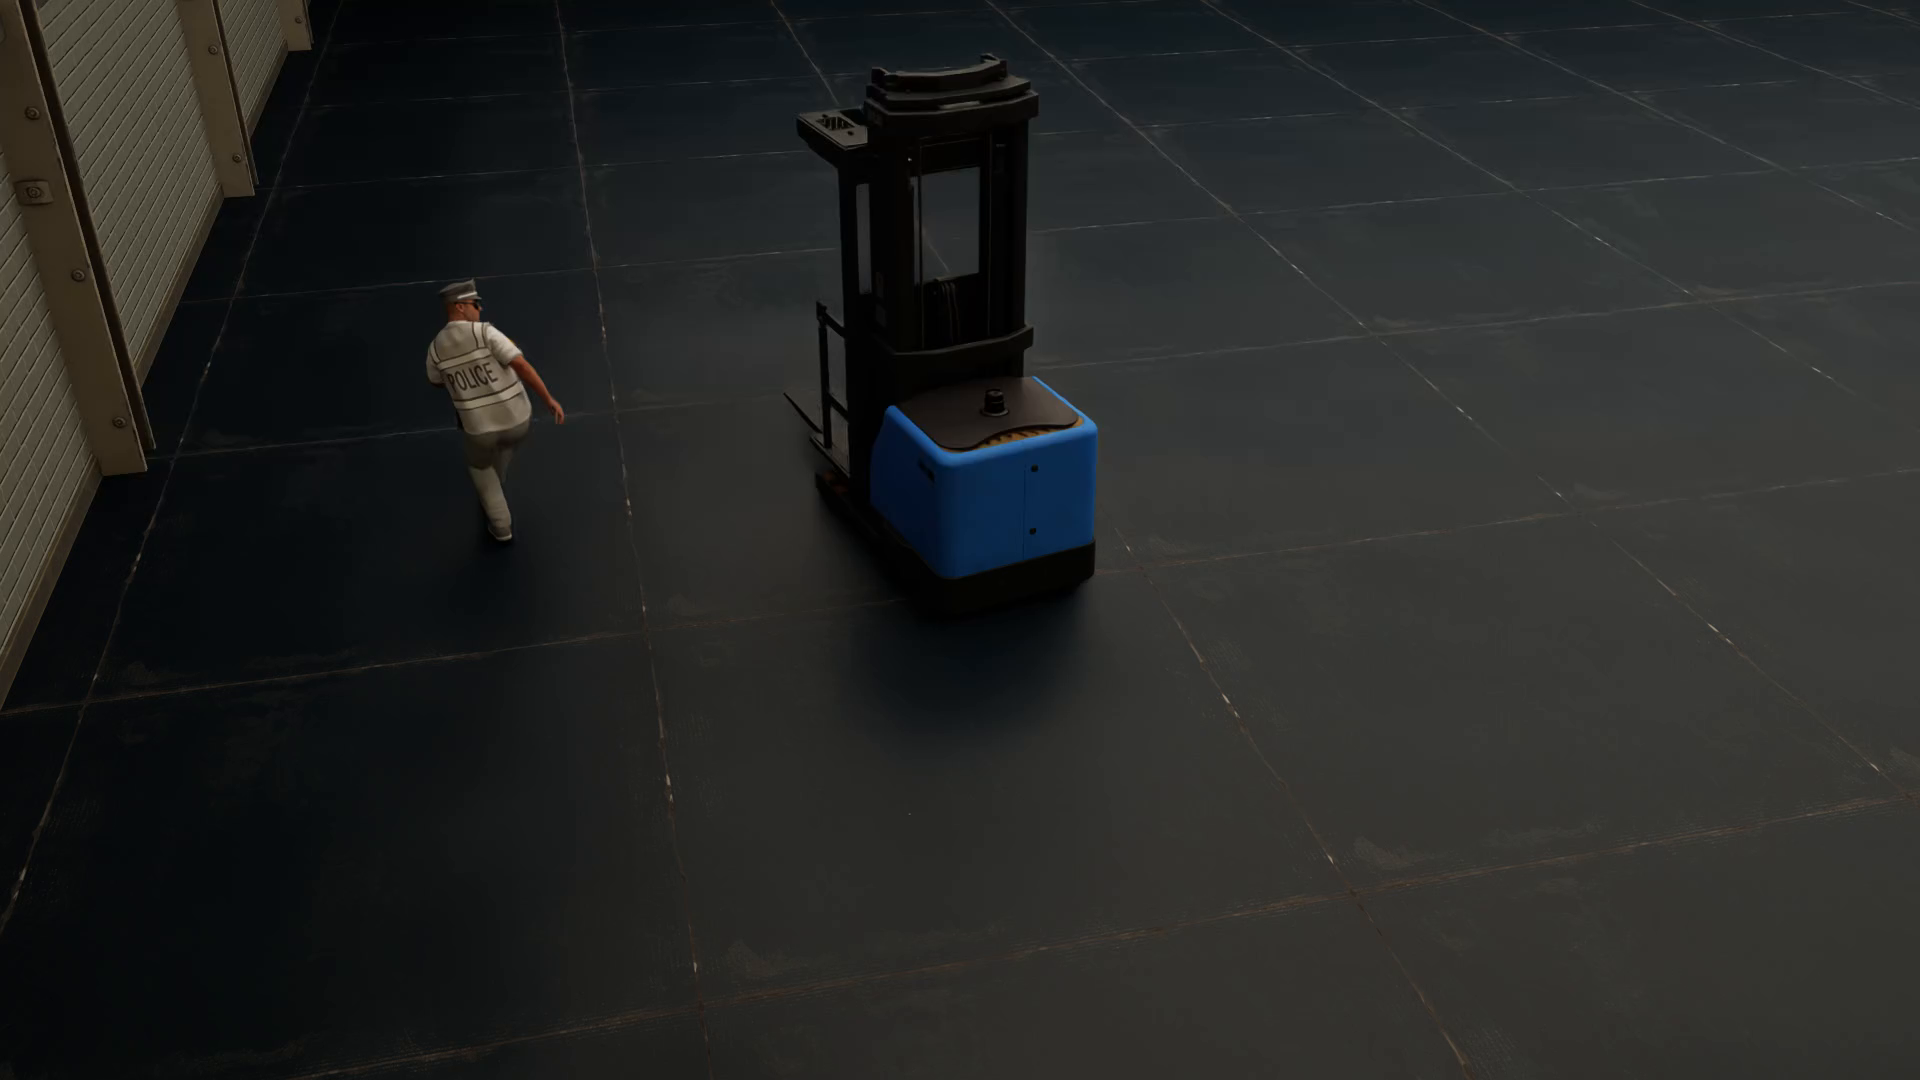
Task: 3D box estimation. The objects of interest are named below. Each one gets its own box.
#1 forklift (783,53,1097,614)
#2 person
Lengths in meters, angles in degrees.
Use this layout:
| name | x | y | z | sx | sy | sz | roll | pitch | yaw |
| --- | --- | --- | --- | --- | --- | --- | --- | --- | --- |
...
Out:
| name | x | y | z | sx | sy | sz | roll | pitch | yaw |
| --- | --- | --- | --- | --- | --- | --- | --- | --- | --- |
| forklift | -0.299 | -1.553 | 10.258 | 1.130 | 2.935 | 3.031 | -14 | 33 | -23 |
| person | -2.885 | -0.861 | 10.392 | 0.784 | 1.621 | 0.809 | -7 | 31 | -12 |
